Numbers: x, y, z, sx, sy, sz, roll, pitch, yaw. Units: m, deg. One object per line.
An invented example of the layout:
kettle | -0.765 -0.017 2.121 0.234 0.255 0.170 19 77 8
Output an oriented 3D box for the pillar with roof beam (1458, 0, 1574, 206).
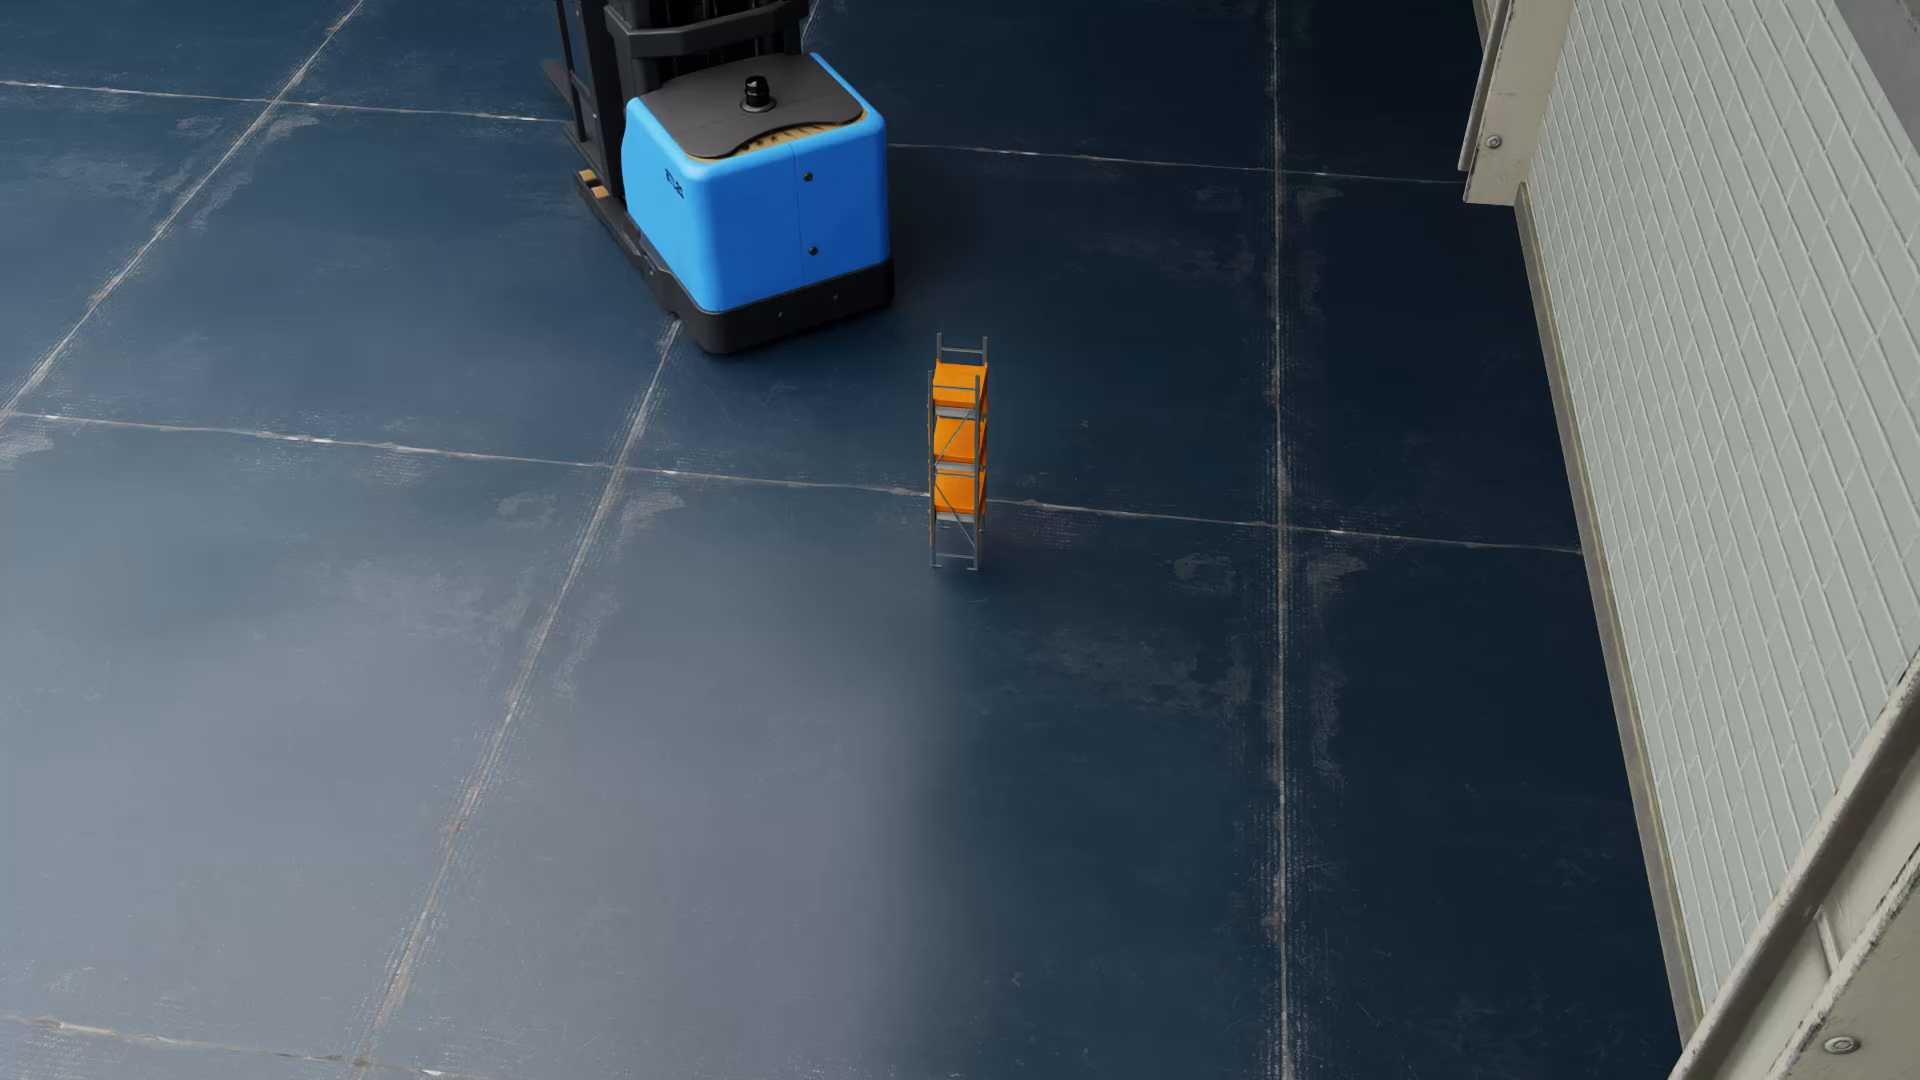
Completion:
pillar with roof beam | -1.292 -5.655 6.677 9.100 9.000 0.400 5 44 6

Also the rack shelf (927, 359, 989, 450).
rack shelf | -0.007 -0.543 6.663 0.215 0.259 0.240 5 44 6

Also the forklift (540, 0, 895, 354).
forklift | -1.488 -2.978 8.263 1.130 2.935 3.031 -21 47 -21

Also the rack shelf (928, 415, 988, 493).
rack shelf | -0.007 -0.337 6.858 0.215 0.259 0.240 5 44 6

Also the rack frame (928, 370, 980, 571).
rack frame | -0.023 -0.262 6.763 0.200 1.050 0.008 5 44 6

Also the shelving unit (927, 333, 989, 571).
shelving unit | -0.007 -0.345 6.851 0.215 1.050 0.252 5 44 6

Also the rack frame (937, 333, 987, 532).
rack frame | 0.009 -0.428 6.938 0.200 1.050 0.008 5 44 6

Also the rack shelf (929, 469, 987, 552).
rack shelf | -0.007 -0.135 7.049 0.215 0.259 0.240 5 44 6
